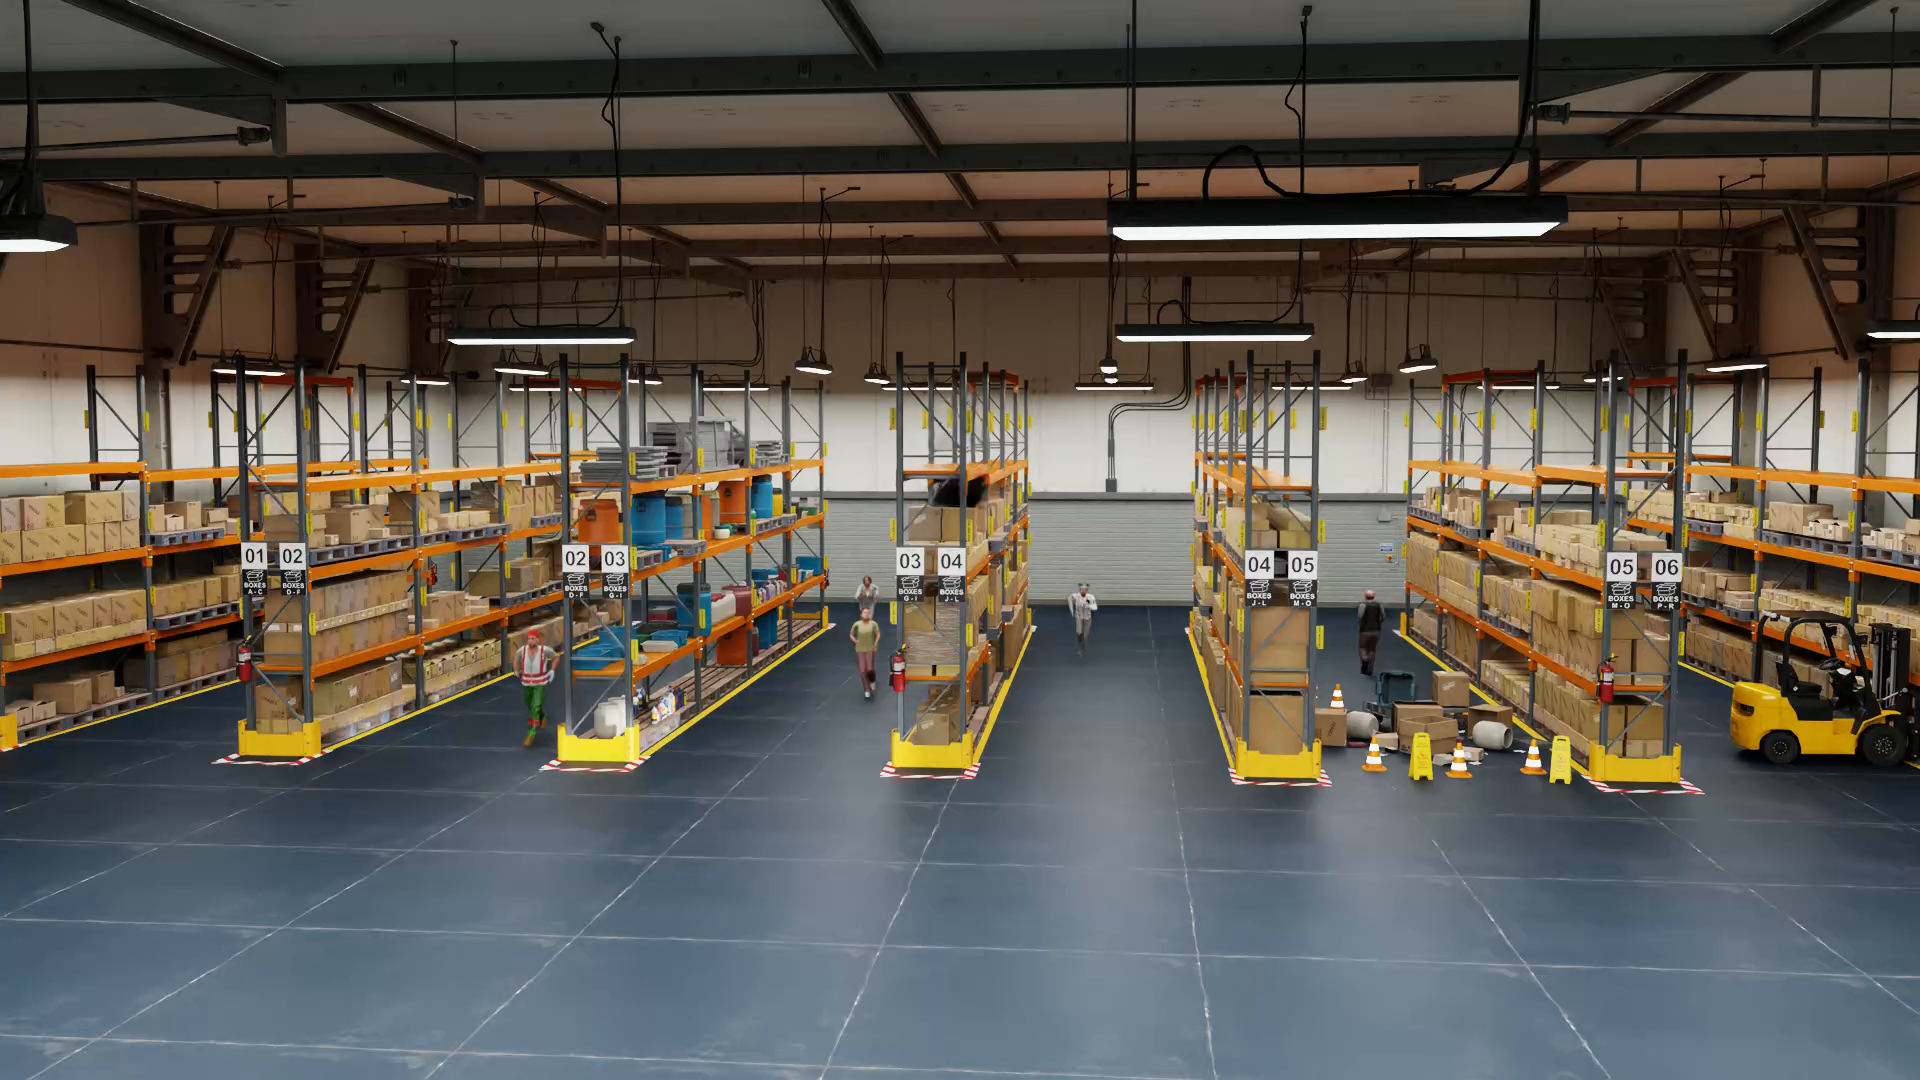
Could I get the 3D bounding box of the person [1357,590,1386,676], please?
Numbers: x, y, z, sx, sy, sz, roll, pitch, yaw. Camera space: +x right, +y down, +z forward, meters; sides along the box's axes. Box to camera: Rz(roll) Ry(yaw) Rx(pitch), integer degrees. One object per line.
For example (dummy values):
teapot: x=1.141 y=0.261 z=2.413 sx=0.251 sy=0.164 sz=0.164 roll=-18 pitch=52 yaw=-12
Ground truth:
person: x=8.096 y=1.825 z=32.919 sx=0.648 sy=1.692 sz=0.606 roll=-1 pitch=4 yaw=-8

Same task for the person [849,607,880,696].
person: x=-1.734 y=2.035 z=30.332 sx=0.567 sy=1.641 sz=0.563 roll=0 pitch=4 yaw=-5

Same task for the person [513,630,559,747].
person: x=-6.638 y=2.262 z=25.980 sx=0.667 sy=1.764 sz=1.131 roll=0 pitch=4 yaw=4

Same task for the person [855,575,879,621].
person: x=-2.091 y=1.564 z=37.365 sx=0.528 sy=1.580 sz=0.860 roll=0 pitch=4 yaw=0

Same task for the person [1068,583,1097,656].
person: x=2.590 y=1.678 z=35.161 sx=0.599 sy=1.608 sz=0.829 roll=0 pitch=4 yaw=0
